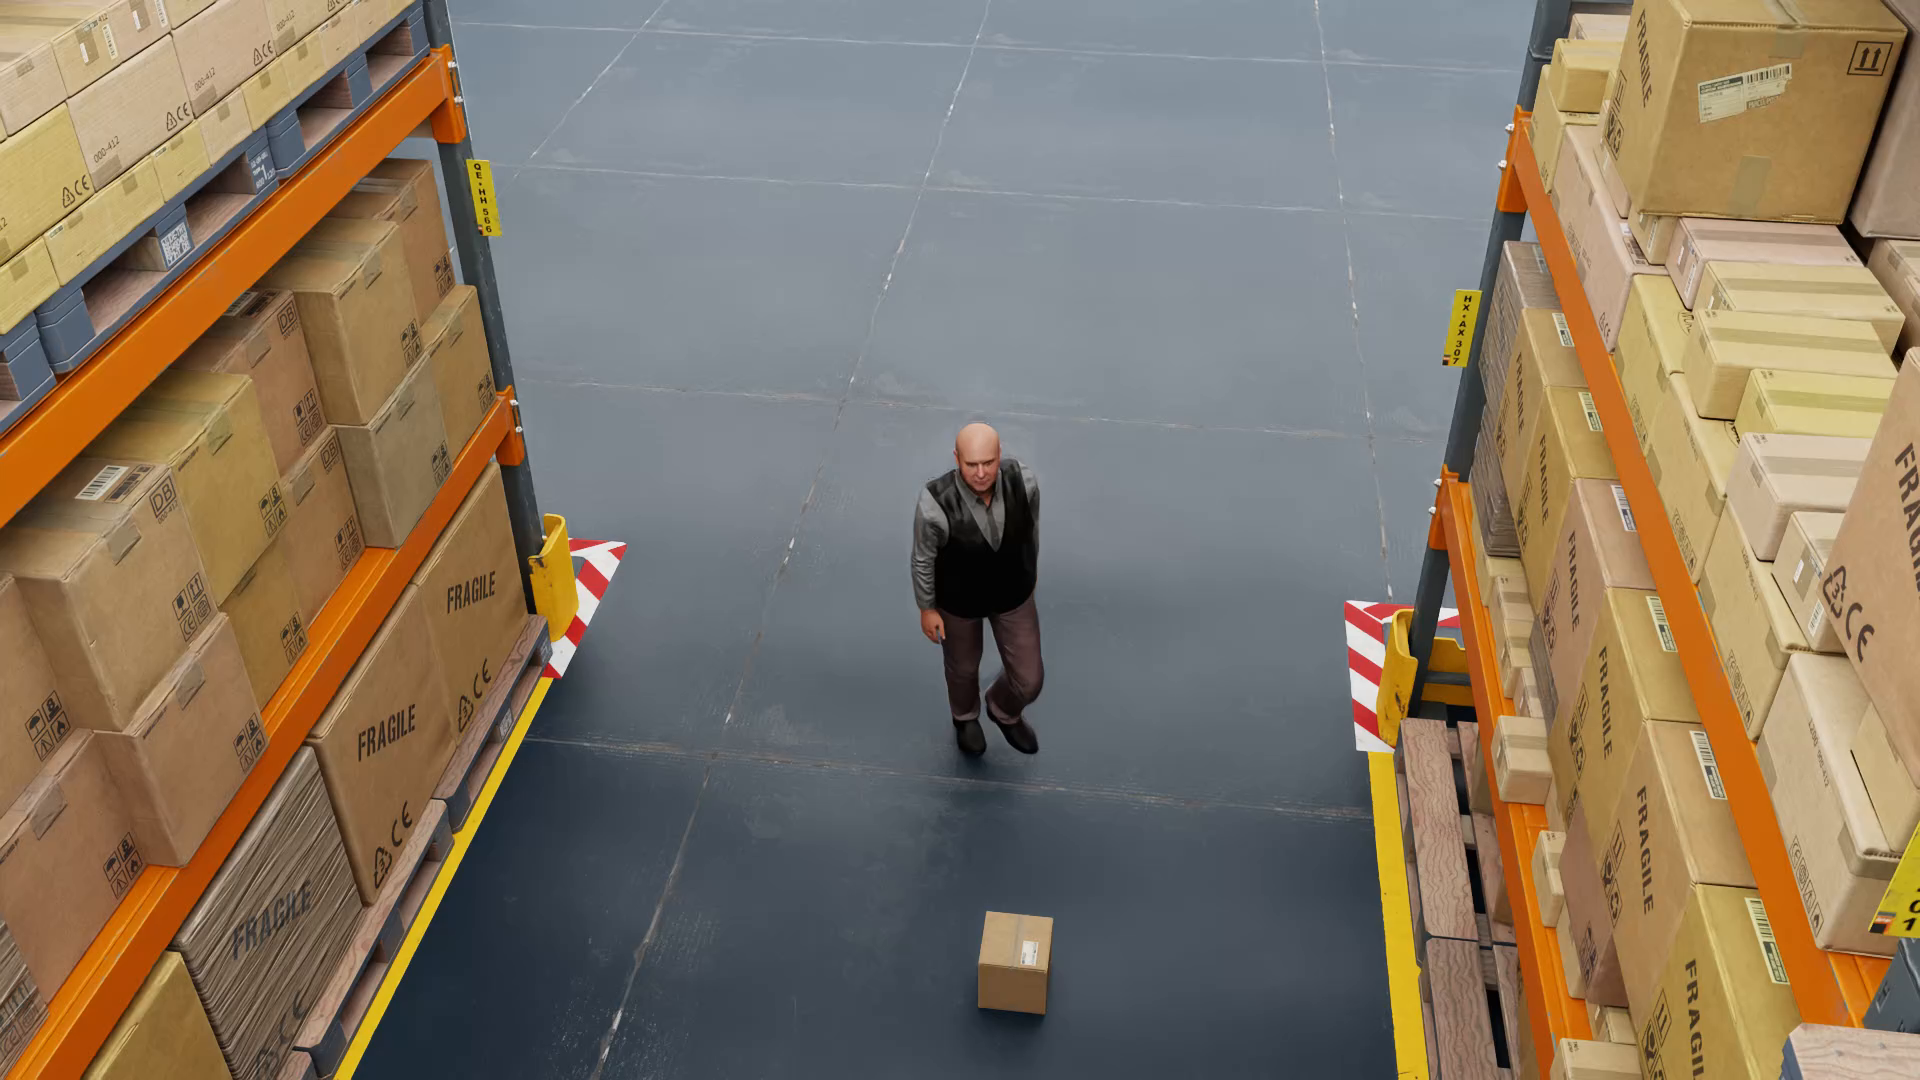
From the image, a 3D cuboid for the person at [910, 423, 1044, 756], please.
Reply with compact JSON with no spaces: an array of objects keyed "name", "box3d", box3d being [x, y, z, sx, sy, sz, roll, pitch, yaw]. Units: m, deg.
[{"name":"person","box3d":[0.070,0.222,6.725,0.564,1.704,0.529,-9,37,-12]}]
